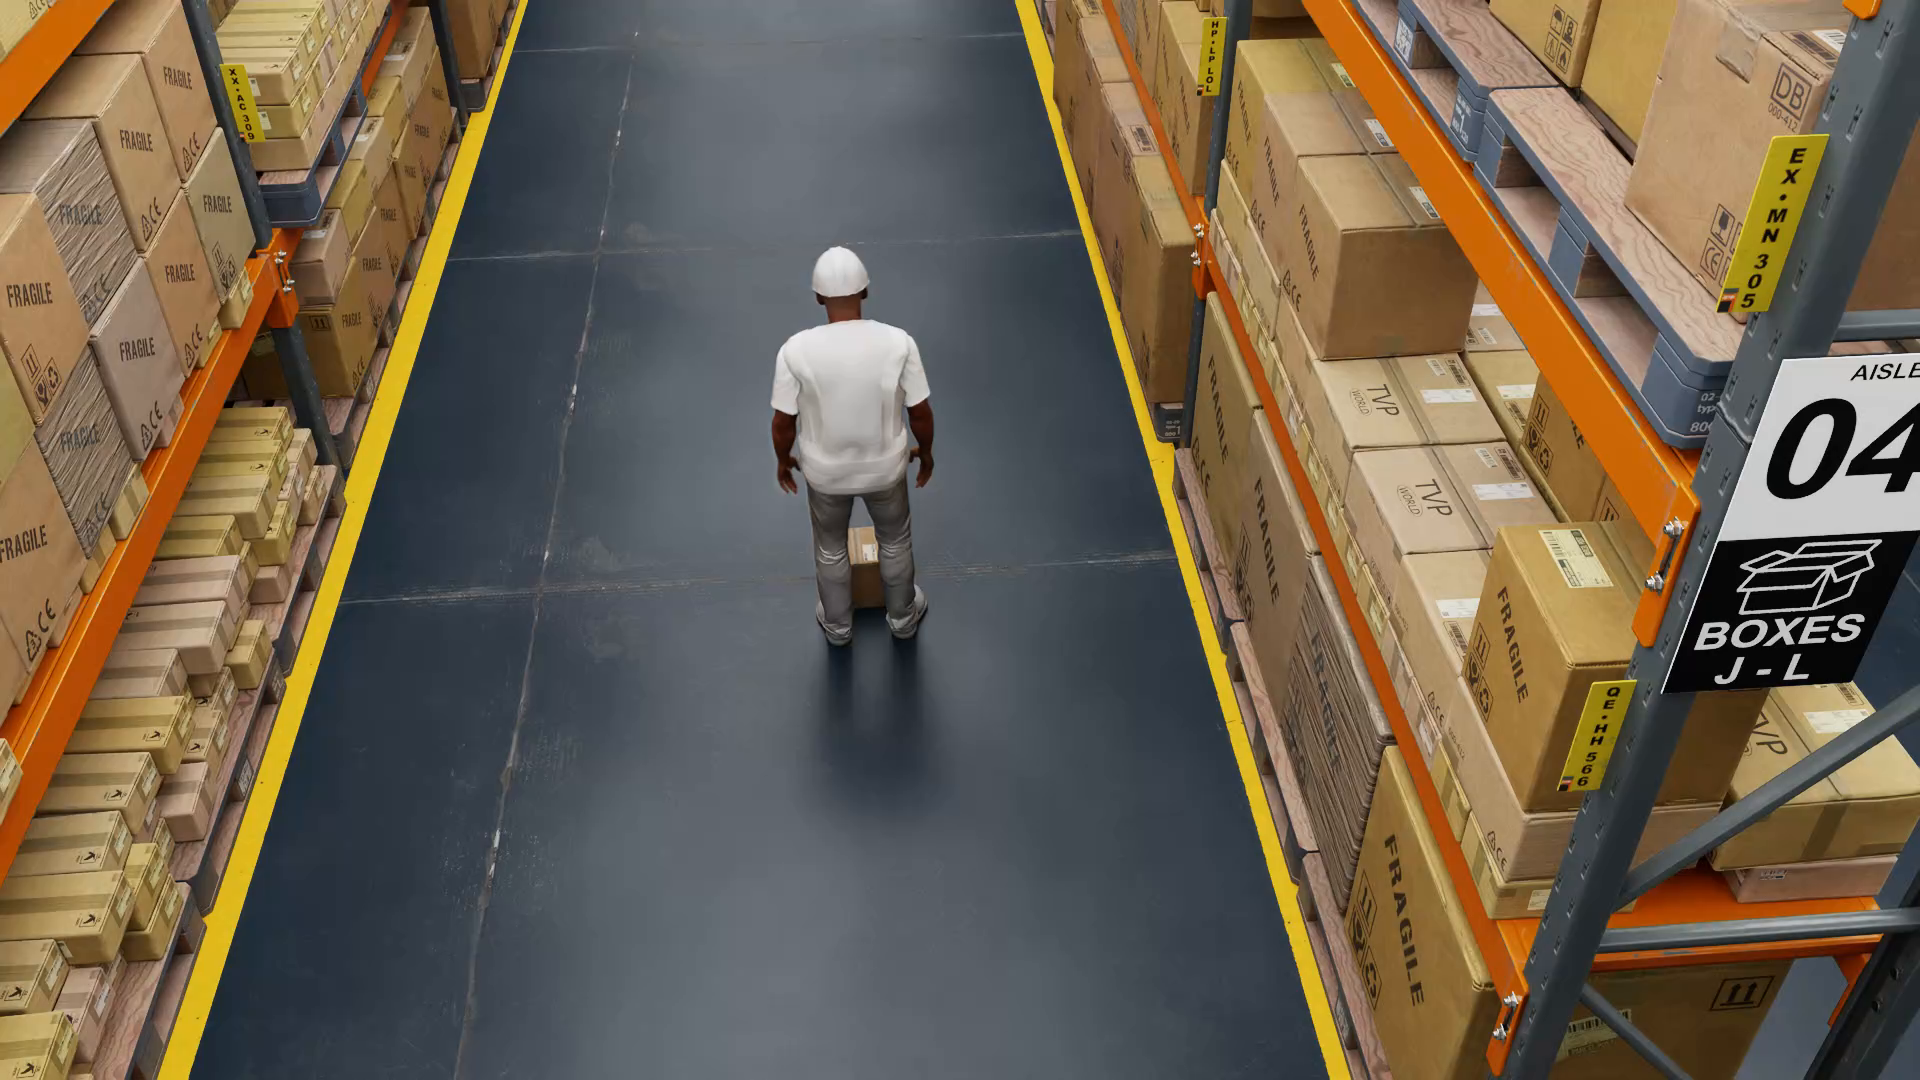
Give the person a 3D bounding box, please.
[{"bbox_3d":[-0.413,-0.326,6.547,0.627,1.757,0.461,-3,39,-4],"label":"person"}]
